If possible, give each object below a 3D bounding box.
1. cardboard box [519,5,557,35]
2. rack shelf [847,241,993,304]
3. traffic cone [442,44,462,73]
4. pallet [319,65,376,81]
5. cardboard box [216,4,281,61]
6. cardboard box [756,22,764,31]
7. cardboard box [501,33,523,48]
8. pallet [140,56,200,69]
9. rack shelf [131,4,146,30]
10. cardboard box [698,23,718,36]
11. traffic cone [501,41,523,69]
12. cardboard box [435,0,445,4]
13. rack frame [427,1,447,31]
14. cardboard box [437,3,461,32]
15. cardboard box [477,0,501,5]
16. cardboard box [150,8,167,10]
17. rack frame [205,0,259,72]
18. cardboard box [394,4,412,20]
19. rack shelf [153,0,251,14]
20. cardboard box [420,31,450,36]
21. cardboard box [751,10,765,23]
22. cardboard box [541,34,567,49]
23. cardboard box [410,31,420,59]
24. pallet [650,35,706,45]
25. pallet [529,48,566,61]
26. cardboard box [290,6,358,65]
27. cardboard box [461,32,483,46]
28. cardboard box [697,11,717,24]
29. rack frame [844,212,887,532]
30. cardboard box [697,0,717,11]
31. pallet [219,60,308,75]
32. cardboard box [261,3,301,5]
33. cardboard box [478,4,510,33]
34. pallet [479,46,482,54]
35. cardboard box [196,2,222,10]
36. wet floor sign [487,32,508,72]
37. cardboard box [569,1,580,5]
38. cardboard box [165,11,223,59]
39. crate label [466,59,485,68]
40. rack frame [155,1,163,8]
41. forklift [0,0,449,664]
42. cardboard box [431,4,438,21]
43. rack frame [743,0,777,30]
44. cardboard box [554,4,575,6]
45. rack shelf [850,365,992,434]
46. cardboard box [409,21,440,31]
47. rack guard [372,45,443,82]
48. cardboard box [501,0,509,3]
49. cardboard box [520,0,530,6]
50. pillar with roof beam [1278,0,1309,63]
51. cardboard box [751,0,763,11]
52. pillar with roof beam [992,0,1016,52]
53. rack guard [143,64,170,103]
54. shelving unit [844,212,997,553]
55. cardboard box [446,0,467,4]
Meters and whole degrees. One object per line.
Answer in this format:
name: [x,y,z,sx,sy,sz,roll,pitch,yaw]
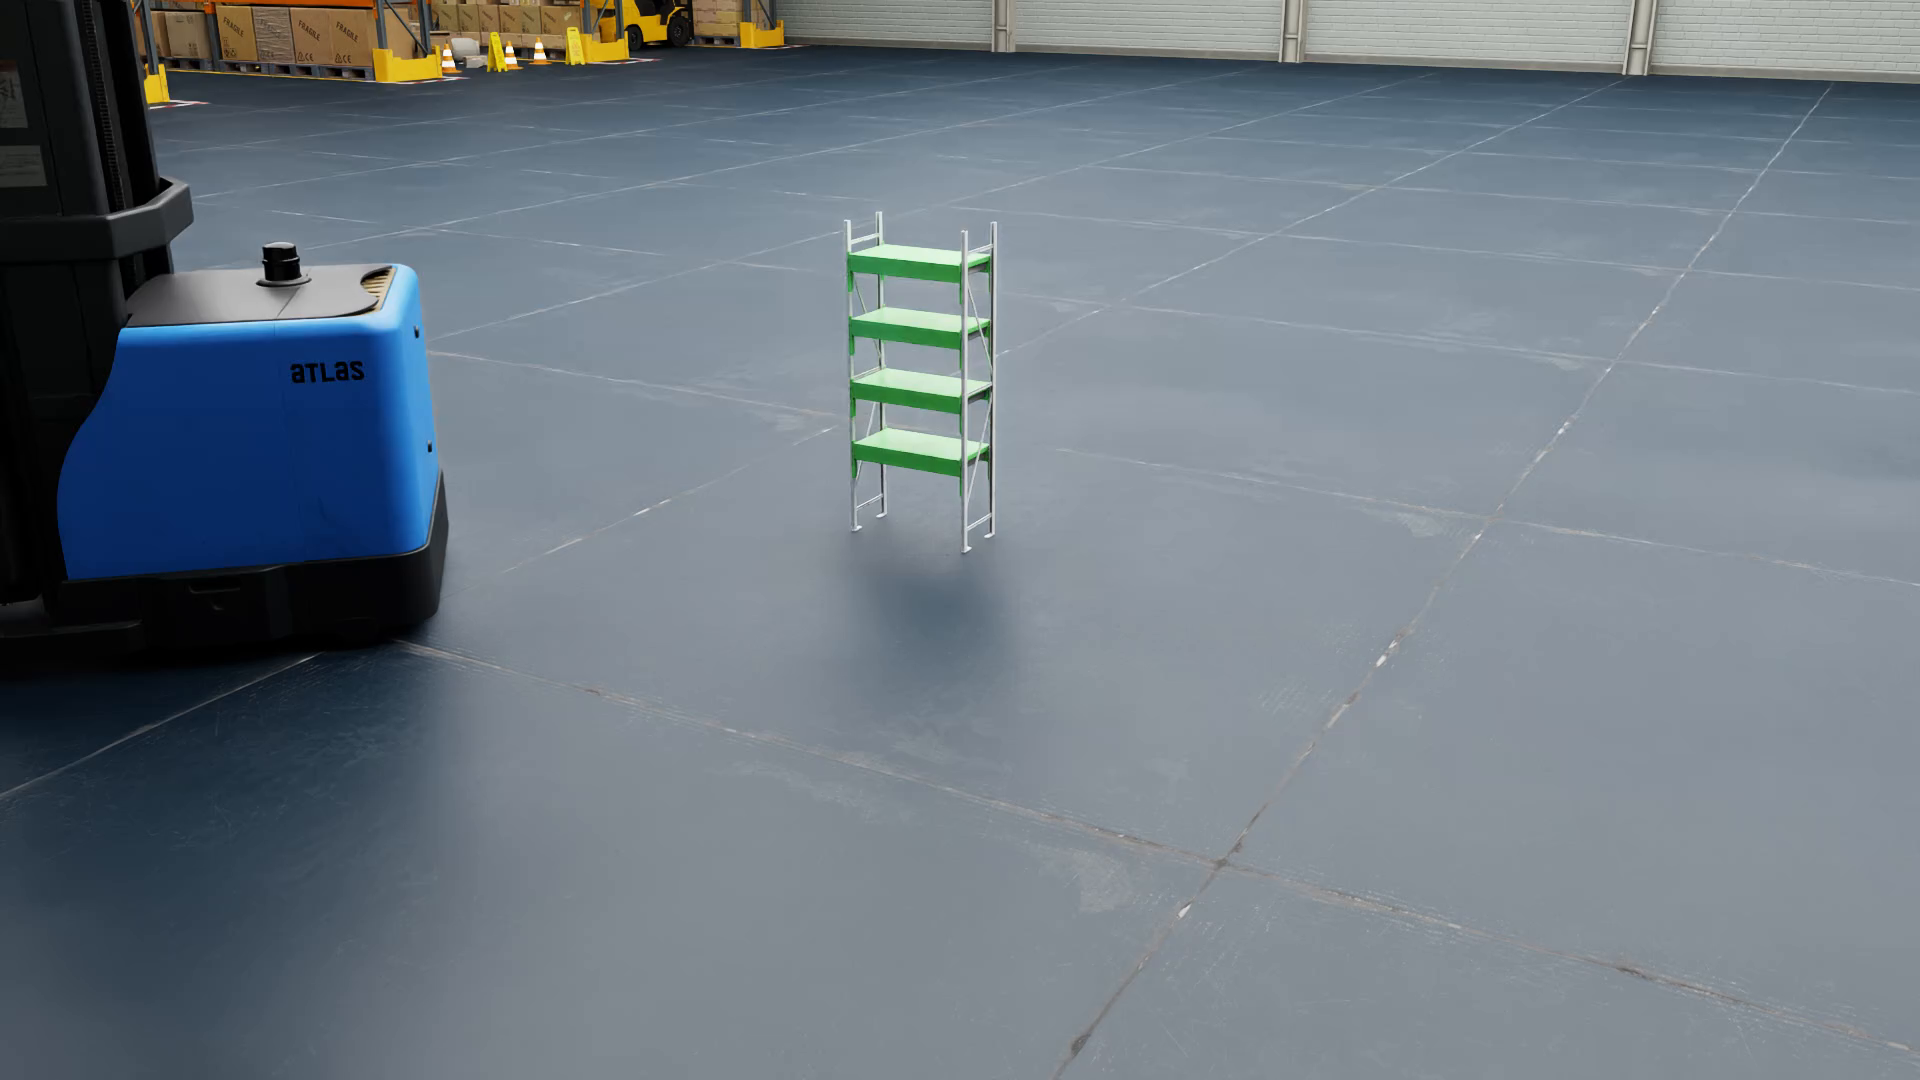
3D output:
cardboard box: [-7.892,-9.766,31.205,0.500,0.500,0.500,12,23,29]
rack shelf: [-0.144,-0.983,6.095,0.480,0.148,0.258,11,23,27]
traffic cone: [-8.705,-8.195,28.278,0.334,0.463,0.336,11,23,27]
pallet: [-9.670,-7.675,27.215,1.213,0.211,1.003,11,23,27]
cardboard box: [-11.911,-8.615,28.215,0.875,0.875,0.875,11,23,28]
cardboard box: [-4.524,-10.890,35.404,0.500,0.250,0.500,11,23,28]
cardboard box: [-8.353,-9.500,31.572,0.500,0.250,0.500,10,22,25]
pallet: [-14.206,-8.539,29.596,1.213,0.211,1.003,11,23,27]
rack shelf: [-13.187,-7.411,23.452,4.000,0.370,1.077,11,23,27]
cardboard box: [-5.185,-10.820,35.210,0.500,0.250,0.500,11,23,27]
traffic cone: [-7.857,-8.475,29.050,0.334,0.463,0.336,11,23,27]
cardboard box: [-11.983,-12.546,38.651,0.250,0.149,0.380,10,22,25]
rack frame: [-10.100,-11.032,32.379,0.127,3.000,1.000,11,23,27]
cardboard box: [-9.717,-10.111,32.157,0.500,0.500,0.500,12,23,30]
cardboard box: [-8.951,-10.248,31.584,0.250,0.149,0.380,12,23,30]
cardboard box: [-14.666,-9.074,29.665,0.750,0.750,1.050,11,23,28]
rack frame: [-12.426,-9.542,28.270,0.127,3.000,1.000,11,23,27]
cardboard box: [-13.002,-12.458,39.359,0.500,0.500,0.500,10,22,25]
rack shelf: [-14.172,-9.536,29.310,4.000,0.370,1.077,11,23,27]
cardboard box: [-9.829,-9.275,31.197,0.500,0.500,0.500,-7,21,-20]
cardboard box: [-4.500,-11.125,35.319,0.500,0.250,0.500,11,23,28]
cardboard box: [-7.466,-9.330,31.103,0.500,0.250,0.500,11,23,27]
cardboard box: [-10.197,-8.949,30.097,0.503,0.637,0.797,11,23,27]
pallet: [-5.940,-10.852,35.973,1.213,0.211,1.003,11,23,27]
pallet: [-7.367,-9.214,31.457,1.213,0.211,1.003,11,23,27]
cardboard box: [-10.328,-8.314,27.386,0.875,0.875,0.875,10,22,26]
cardboard box: [-9.245,-9.673,32.049,0.500,0.250,0.500,12,23,30]
cardboard box: [-5.201,-11.059,35.138,0.500,0.250,0.500,11,22,27]
rack frame: [-0.358,-0.632,6.348,0.015,1.200,0.240,11,23,27]
cardboard box: [-5.194,-11.287,35.032,0.500,0.250,0.500,11,23,28]
pallet: [-11.801,-8.081,28.333,1.213,0.211,1.003,11,23,27]
cardboard box: [-14.155,-11.035,34.889,0.875,0.875,0.875,11,22,27]
cardboard box: [-8.792,-9.939,31.682,0.500,0.500,0.500,12,23,30]
pallet: [-9.497,-9.620,32.576,1.213,0.211,1.003,11,23,27]
cardboard box: [-15.712,-11.334,35.711,0.875,0.875,0.875,12,23,29]
wet floor sign: [-7.943,-8.354,28.450,0.232,0.644,0.267,7,21,18]
cardboard box: [-8.144,-11.675,37.018,0.625,0.625,0.875,12,23,30]
cardboard box: [-13.012,-8.758,28.793,0.750,0.750,1.050,11,23,27]
crate label: [-8.574,-8.434,29.415,0.298,0.136,0.250,0,20,-1]
rack frame: [-17.085,-12.362,36.047,0.127,3.000,1.000,11,23,27]
forklift: [-3.302,-1.094,5.083,3.031,2.935,1.130,-5,20,-13]
cardboard box: [-12.081,-12.291,38.899,0.500,0.500,0.500,10,22,26]
rack frame: [-4.191,-11.845,34.621,0.127,3.000,1.000,11,23,27]
cardboard box: [-7.657,-9.930,31.658,0.500,0.500,0.500,10,22,25]
rack shelf: [-0.145,-0.532,6.258,0.480,0.148,0.258,11,23,27]
cardboard box: [-10.559,-10.081,32.994,0.625,0.372,0.950,11,23,28]
rack guard: [-8.913,-7.697,26.852,0.348,0.500,1.175,11,23,27]
cardboard box: [-10.063,-12.043,38.031,0.625,0.625,0.875,12,23,29]
cardboard box: [-8.006,-10.069,31.089,0.250,0.149,0.380,11,23,28]
pillar with roof beam: [4.018,-11.772,25.622,0.400,9.000,9.100,11,23,27]
cardboard box: [-4.518,-11.356,35.223,0.500,0.250,0.500,10,22,26]
pillar with roof beam: [-1.221,-12.770,28.373,0.400,9.000,9.100,11,23,27]
rack guard: [-11.508,-6.254,22.873,0.348,0.500,1.175,11,23,27]
shelving unit: [-0.145,-0.592,6.236,0.503,1.200,0.258,11,23,27]
cardboard box: [-9.637,-10.377,31.939,0.250,0.149,0.380,11,23,28]
